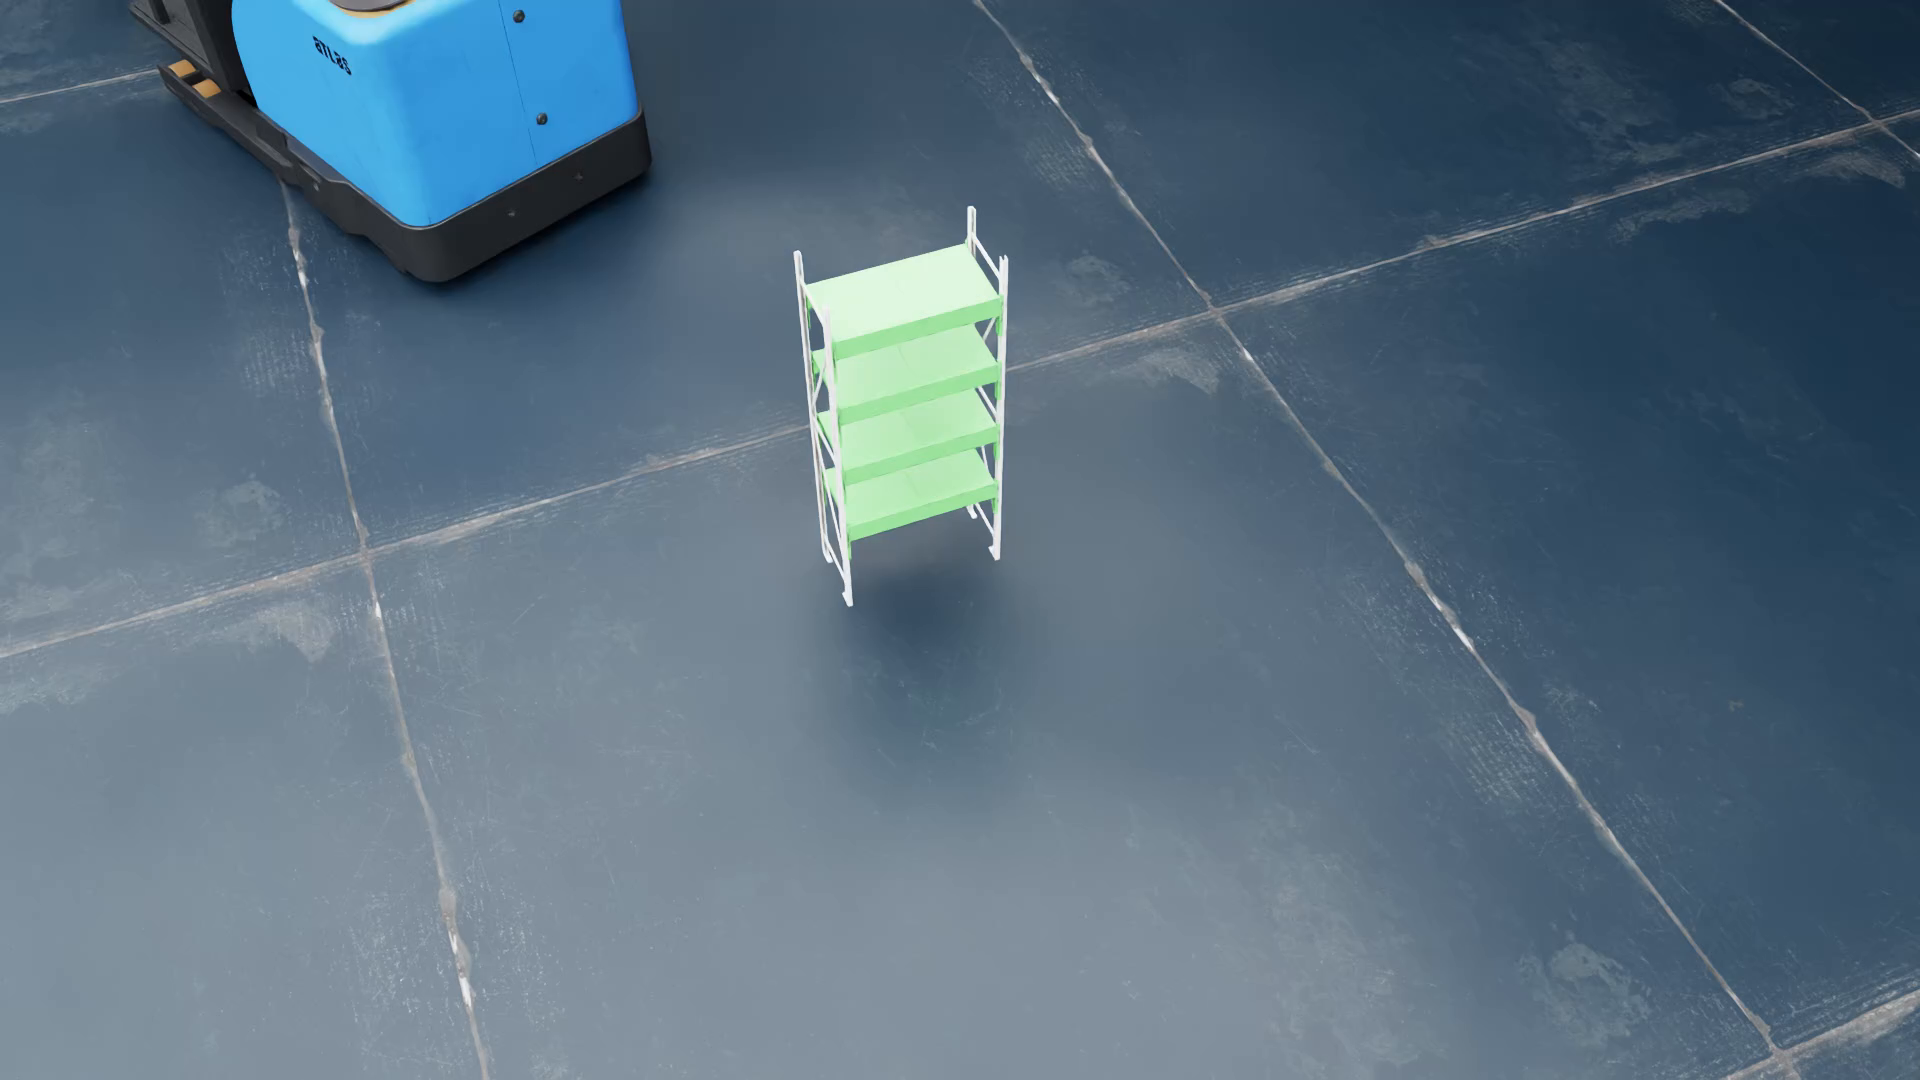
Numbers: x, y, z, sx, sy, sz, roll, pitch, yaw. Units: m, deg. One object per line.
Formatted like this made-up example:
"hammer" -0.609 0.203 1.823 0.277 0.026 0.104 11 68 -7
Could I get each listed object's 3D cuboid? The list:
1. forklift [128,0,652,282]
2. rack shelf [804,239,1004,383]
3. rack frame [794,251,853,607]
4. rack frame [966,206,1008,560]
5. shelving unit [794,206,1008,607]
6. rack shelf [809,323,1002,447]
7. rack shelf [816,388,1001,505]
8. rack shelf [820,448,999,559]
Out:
"forklift" -2.591 -2.884 5.795 3.031 2.935 1.130 37 58 27
"rack shelf" -0.153 -0.615 4.438 0.480 0.148 0.258 -17 52 -14
"rack frame" -0.379 -0.273 4.694 0.015 1.200 0.240 -17 52 -14
"rack frame" 0.073 -0.413 4.814 0.015 1.200 0.240 -17 52 -14
"shelving unit" -0.153 -0.343 4.754 0.503 1.200 0.258 -17 52 -14
"rack shelf" -0.153 -0.458 4.620 0.480 0.148 0.258 -17 52 -14
"rack shelf" -0.153 -0.302 4.803 0.480 0.148 0.258 -17 52 -14
"rack shelf" -0.153 -0.145 4.985 0.480 0.148 0.258 -17 52 -14
